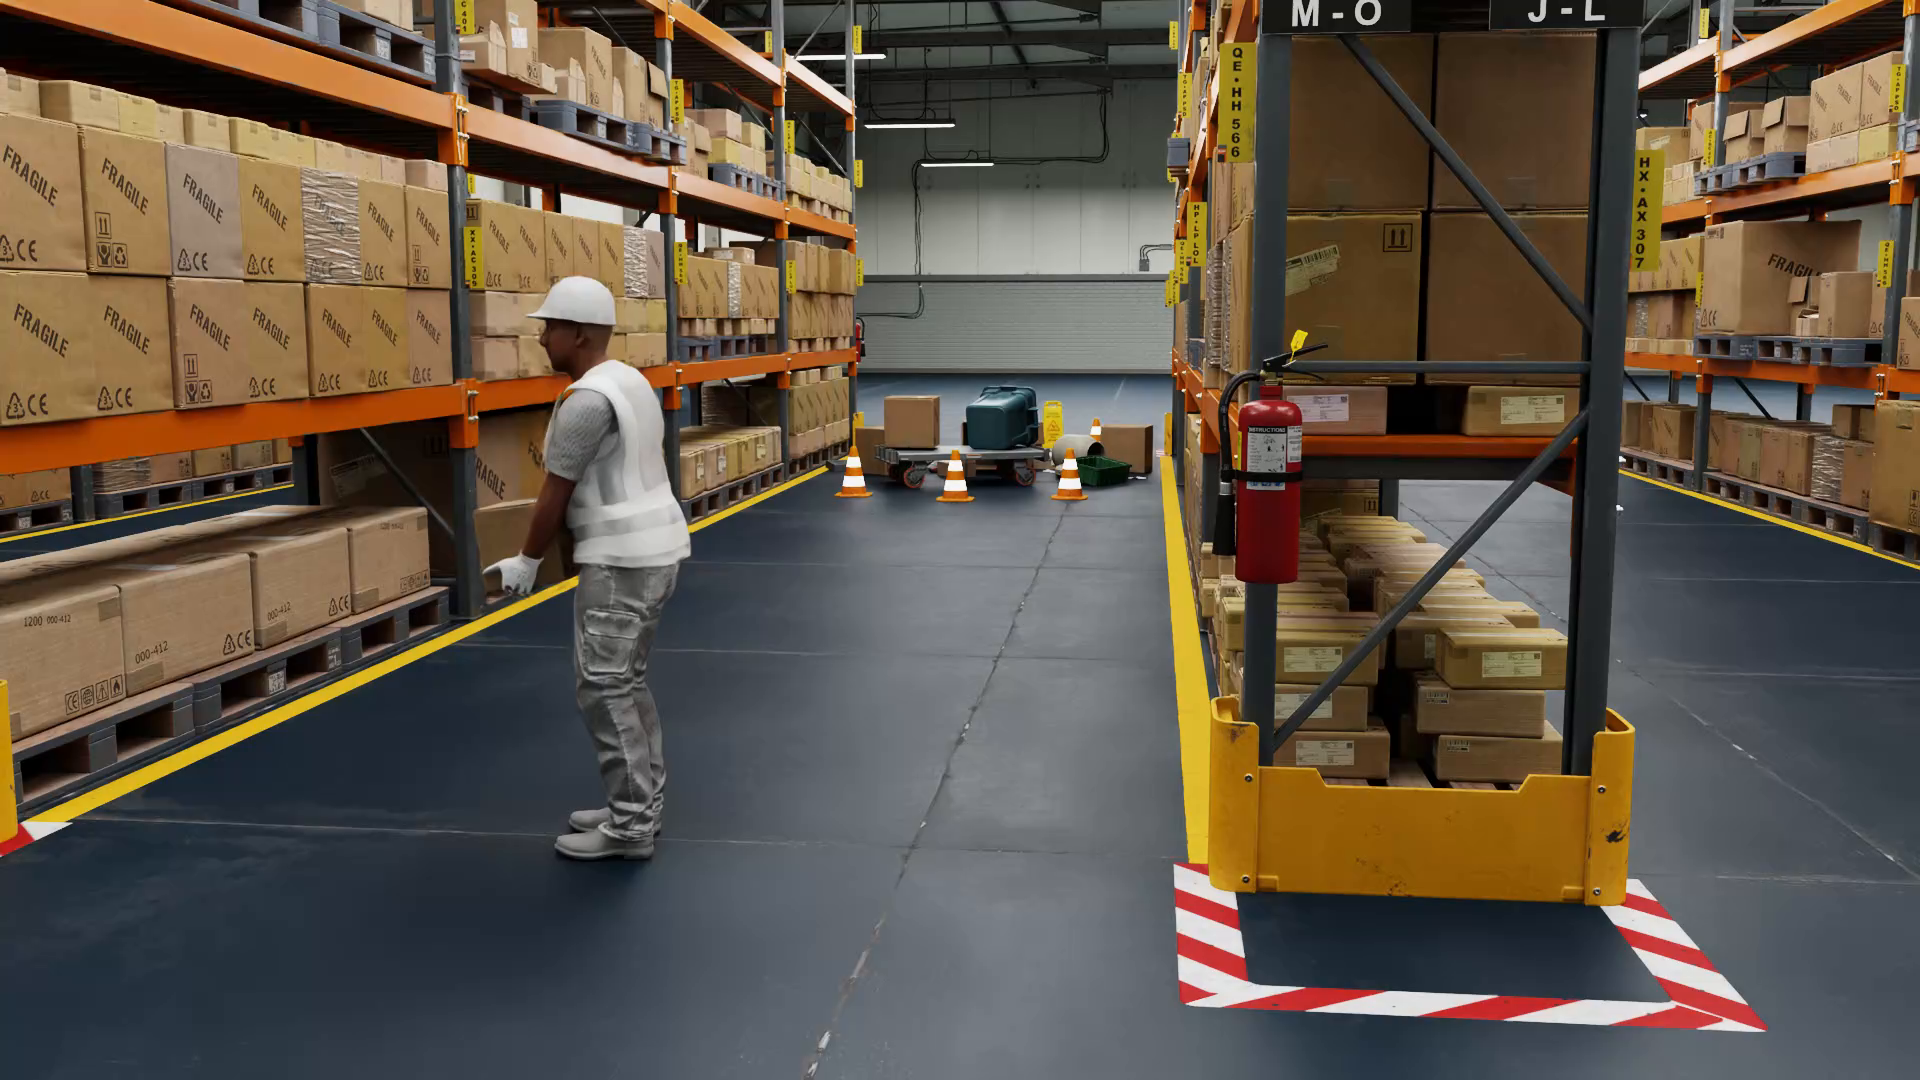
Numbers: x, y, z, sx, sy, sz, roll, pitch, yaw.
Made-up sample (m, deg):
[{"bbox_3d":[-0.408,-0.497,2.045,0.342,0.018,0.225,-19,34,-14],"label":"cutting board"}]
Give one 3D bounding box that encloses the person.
[{"bbox_3d":[-1.145,0.081,5.140,0.597,1.770,0.490,1,8,5],"label":"person"}]
